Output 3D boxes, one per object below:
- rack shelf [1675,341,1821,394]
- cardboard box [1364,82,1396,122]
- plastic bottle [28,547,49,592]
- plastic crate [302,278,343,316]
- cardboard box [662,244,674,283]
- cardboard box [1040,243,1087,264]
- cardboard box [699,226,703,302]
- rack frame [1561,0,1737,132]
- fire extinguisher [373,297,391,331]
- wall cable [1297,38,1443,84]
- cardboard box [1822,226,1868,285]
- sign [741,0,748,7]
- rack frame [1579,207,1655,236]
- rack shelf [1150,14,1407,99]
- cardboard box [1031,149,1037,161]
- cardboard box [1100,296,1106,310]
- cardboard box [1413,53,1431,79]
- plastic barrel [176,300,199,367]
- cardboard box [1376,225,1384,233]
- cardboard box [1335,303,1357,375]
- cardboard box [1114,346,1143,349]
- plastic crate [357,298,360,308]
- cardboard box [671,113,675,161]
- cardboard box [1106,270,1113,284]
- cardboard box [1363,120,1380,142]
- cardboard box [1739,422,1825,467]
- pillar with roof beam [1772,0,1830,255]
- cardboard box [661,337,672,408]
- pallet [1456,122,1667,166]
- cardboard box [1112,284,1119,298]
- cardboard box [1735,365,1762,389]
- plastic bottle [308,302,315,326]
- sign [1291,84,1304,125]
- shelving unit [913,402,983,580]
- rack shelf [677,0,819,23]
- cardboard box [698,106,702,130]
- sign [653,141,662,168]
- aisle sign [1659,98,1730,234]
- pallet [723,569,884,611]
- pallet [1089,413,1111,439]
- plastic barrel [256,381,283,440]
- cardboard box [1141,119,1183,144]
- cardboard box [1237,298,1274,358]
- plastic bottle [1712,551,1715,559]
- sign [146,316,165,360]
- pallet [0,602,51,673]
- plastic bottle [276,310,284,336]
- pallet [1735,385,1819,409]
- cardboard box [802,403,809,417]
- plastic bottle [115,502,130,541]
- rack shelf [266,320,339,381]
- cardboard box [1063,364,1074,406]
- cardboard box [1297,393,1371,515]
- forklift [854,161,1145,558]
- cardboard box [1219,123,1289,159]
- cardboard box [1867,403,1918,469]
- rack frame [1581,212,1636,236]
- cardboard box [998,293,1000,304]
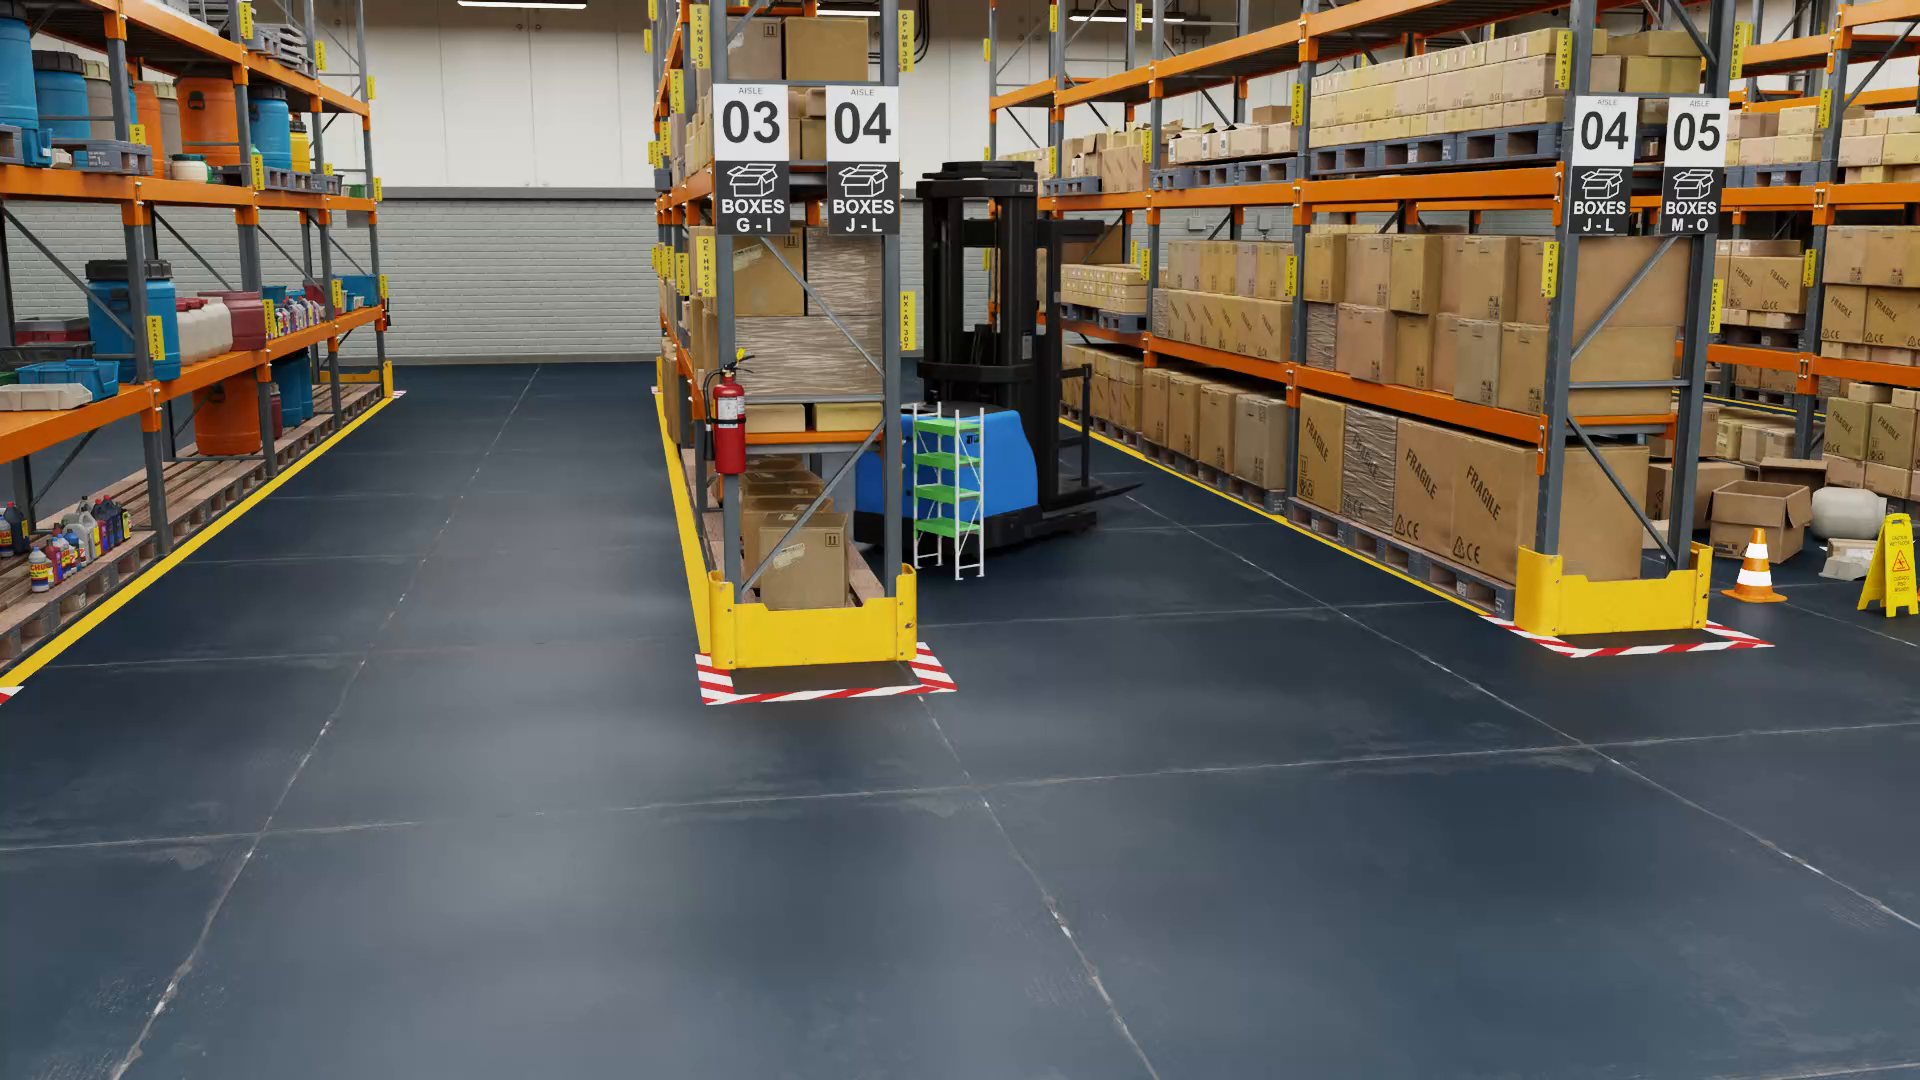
[{"bbox_3d":[7.721,-1.889,17.021,1.077,0.370,4.000,-2,11,-11],"label":"rack shelf"},{"bbox_3d":[3.293,-3.193,12.143,0.500,0.250,0.500,-2,11,-12],"label":"cardboard box"},{"bbox_3d":[-5.738,0.179,10.352,0.097,0.271,0.097,0,11,0],"label":"plastic bottle"},{"bbox_3d":[-7.952,-3.036,20.792,0.402,0.464,0.583,-2,11,-11],"label":"plastic crate"},{"bbox_3d":[-3.611,-3.589,21.633,0.500,0.500,0.500,-2,11,-10],"label":"cardboard box"},{"bbox_3d":[1.362,-3.907,21.962,0.500,0.500,0.500,-3,11,-13],"label":"cardboard box"},{"bbox_3d":[-1.469,-1.835,11.077,0.500,0.500,0.500,-2,11,-11],"label":"cardboard box"},{"bbox_3d":[4.052,-3.890,9.568,1.000,3.000,0.127,-2,11,-11],"label":"rack frame"},{"bbox_3d":[-8.386,-3.359,24.024,0.296,0.674,0.183,-2,11,-11],"label":"fire extinguisher"},{"bbox_3d":[7.872,-8.196,32.089,2.988,3.039,0.133,-2,11,-11],"label":"wall cable"},{"bbox_3d":[7.983,-2.473,14.430,0.700,0.500,0.500,-2,11,-12],"label":"cardboard box"},{"bbox_3d":[-2.636,-6.449,20.301,0.100,0.325,0.005,-2,11,-11],"label":"sign"},{"bbox_3d":[7.332,-2.609,18.880,1.000,3.000,0.127,-2,11,-11],"label":"rack frame"},{"bbox_3d":[2.885,-4.441,15.454,1.077,0.370,4.000,-2,11,-11],"label":"rack shelf"},{"bbox_3d":[1.179,-5.224,22.593,0.380,0.149,0.250,-3,11,-13],"label":"cardboard box"},{"bbox_3d":[1.808,-2.705,18.937,0.380,0.149,0.250,-2,11,-12],"label":"cardboard box"},{"bbox_3d":[3.357,-3.269,11.478,0.380,0.149,0.250,-2,11,-11],"label":"cardboard box"},{"bbox_3d":[-6.582,-1.719,13.844,0.433,0.535,0.433,0,11,0],"label":"plastic barrel"},{"bbox_3d":[6.132,-4.390,23.565,0.380,0.149,0.250,-2,11,-11],"label":"cardboard box"},{"bbox_3d":[3.487,-1.583,13.090,0.875,0.550,0.550,-2,11,-11],"label":"cardboard box"},{"bbox_3d":[2.198,-2.268,20.649,0.500,0.250,0.500,-2,11,-8],"label":"cardboard box"},{"bbox_3d":[-8.424,-3.239,22.735,0.396,0.136,0.243,-2,11,-11],"label":"plastic crate"},{"bbox_3d":[-2.454,-3.828,15.659,0.500,0.500,0.500,-2,11,-11],"label":"cardboard box"},{"bbox_3d":[1.854,-2.953,18.645,0.380,0.149,0.250,-2,11,-9],"label":"cardboard box"},{"bbox_3d":[3.212,-3.016,12.281,0.380,0.149,0.250,-2,11,-12],"label":"cardboard box"},{"bbox_3d":[8.006,-0.887,15.737,0.950,0.372,0.625,-2,11,-10],"label":"cardboard box"},{"bbox_3d":[7.948,-6.475,23.147,9.100,9.000,0.400,-2,11,-11],"label":"pillar with roof beam"},{"bbox_3d":[-3.022,-2.028,20.388,1.225,0.875,0.875,-2,11,-11],"label":"cardboard box"},{"bbox_3d":[3.898,-2.509,10.569,1.003,0.211,1.213,-2,11,-11],"label":"pallet"},{"bbox_3d":[1.900,-2.762,18.440,0.380,0.149,0.250,-2,11,-9],"label":"cardboard box"},{"bbox_3d":[11.296,-2.405,23.372,0.500,0.500,0.500,-2,11,-9],"label":"cardboard box"},{"bbox_3d":[-7.560,-2.613,19.237,0.152,0.276,0.135,-2,11,-11],"label":"plastic bottle"},{"bbox_3d":[2.744,-3.537,13.512,0.100,0.325,0.005,-2,11,-11],"label":"sign"},{"bbox_3d":[-0.085,-0.358,11.867,0.258,1.200,0.503,-8,14,-37],"label":"shelving unit"},{"bbox_3d":[-1.221,-3.740,10.712,1.077,0.370,4.000,-2,11,-11],"label":"rack shelf"},{"bbox_3d":[-1.438,-2.655,10.438,0.380,0.149,0.250,-3,11,-14],"label":"cardboard box"},{"bbox_3d":[-3.710,-4.728,20.398,0.100,0.325,0.005,-2,11,-11],"label":"sign"},{"bbox_3d":[4.361,-2.218,9.874,0.394,0.787,0.004,-2,11,-11],"label":"aisle sign"},{"bbox_3d":[-0.971,0.424,10.402,1.003,0.211,1.213,-2,11,-11],"label":"pallet"},{"bbox_3d":[2.112,-1.407,20.025,1.003,0.211,1.213,-2,11,-11],"label":"pallet"},{"bbox_3d":[-7.578,-1.386,17.783,0.600,0.588,0.708,-2,11,-11],"label":"plastic barrel"},{"bbox_3d":[2.163,-4.374,17.816,0.396,0.266,0.258,-2,11,-11],"label":"cardboard box"},{"bbox_3d":[2.813,-1.904,14.912,0.500,0.500,0.500,-2,11,-12],"label":"cardboard box"},{"bbox_3d":[5.522,0.096,12.526,0.133,0.061,0.283,-6,13,-31],"label":"plastic bottle"},{"bbox_3d":[-5.927,-1.489,12.255,0.100,0.325,0.005,-2,11,-11],"label":"sign"},{"bbox_3d":[-5.905,0.607,9.441,1.003,0.211,1.213,-2,11,-11],"label":"pallet"},{"bbox_3d":[-7.189,-2.288,17.539,0.097,0.271,0.097,0,11,0],"label":"plastic bottle"},{"bbox_3d":[11.618,-2.006,23.171,1.003,0.211,1.213,-2,11,-11],"label":"pallet"},{"bbox_3d":[-0.787,-0.857,10.347,0.380,0.149,0.250,-2,11,-11],"label":"cardboard box"},{"bbox_3d":[-6.052,-0.140,11.999,0.061,0.283,0.133,-2,11,-8],"label":"plastic bottle"},{"bbox_3d":[-7.636,-2.082,18.035,1.077,0.370,4.000,-2,11,-11],"label":"rack shelf"},{"bbox_3d":[1.602,-1.977,21.123,0.500,0.500,0.500,-2,11,-9],"label":"cardboard box"},{"bbox_3d":[3.328,-0.721,13.523,0.875,0.875,0.875,-2,11,-10],"label":"cardboard box"},{"bbox_3d":[0.463,-1.533,13.413,1.130,2.935,3.031,8,13,36],"label":"forklift"},{"bbox_3d":[2.718,-3.675,15.309,0.500,0.311,0.500,-3,11,-13],"label":"cardboard box"},{"bbox_3d":[8.076,-0.883,14.040,0.500,0.500,0.500,-2,11,-9],"label":"cardboard box"},{"bbox_3d":[10.645,-4.257,27.541,1.000,3.000,0.127,-2,11,-11],"label":"rack frame"},{"bbox_3d":[0.772,-3.586,24.688,0.380,0.149,0.250,-2,11,-13],"label":"cardboard box"}]
